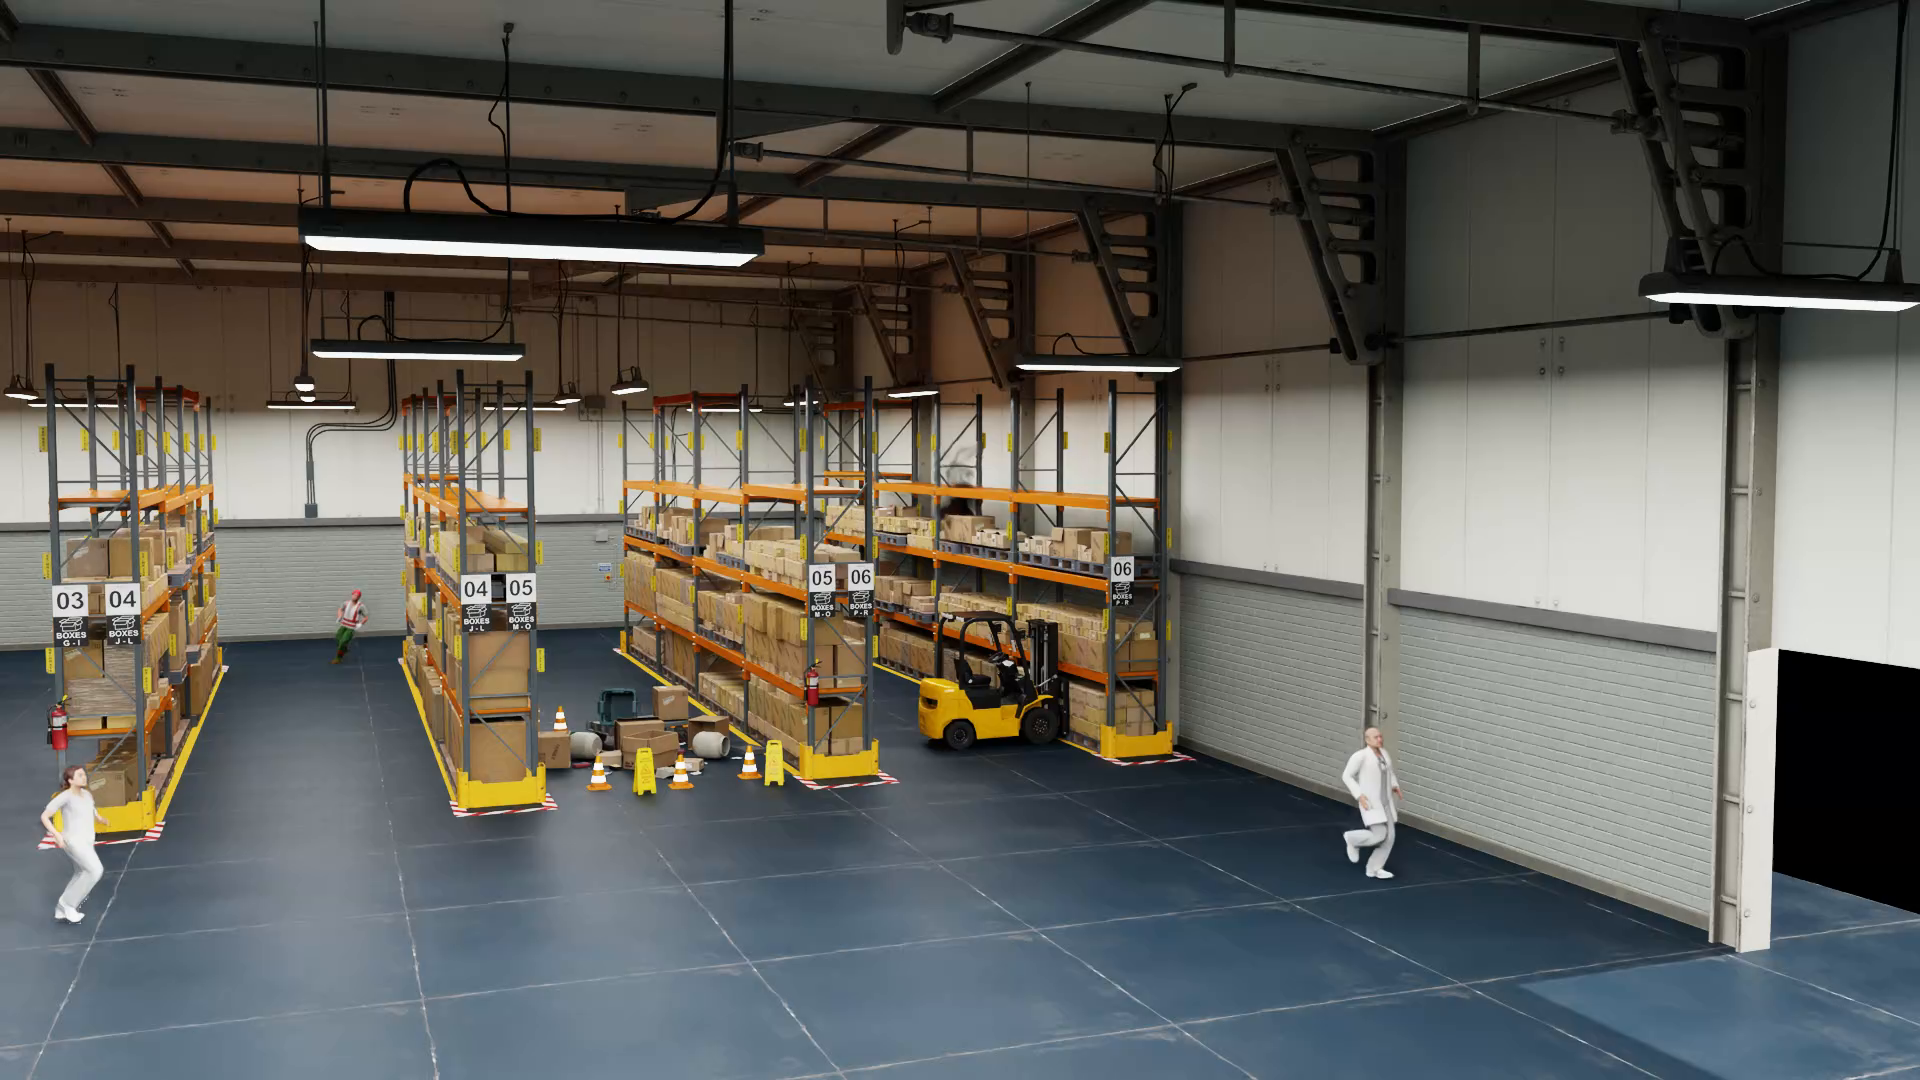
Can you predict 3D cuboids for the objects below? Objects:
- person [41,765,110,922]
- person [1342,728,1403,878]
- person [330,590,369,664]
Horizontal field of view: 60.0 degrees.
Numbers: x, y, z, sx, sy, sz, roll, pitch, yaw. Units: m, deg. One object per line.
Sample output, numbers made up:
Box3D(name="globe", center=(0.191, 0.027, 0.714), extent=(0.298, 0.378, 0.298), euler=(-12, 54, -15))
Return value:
Box3D(name="person", center=(-9.149, 3.154, 17.294), extent=(0.631, 1.635, 0.547), euler=(0, 3, 4))
Box3D(name="person", center=(4.772, 3.027, 19.194), extent=(0.724, 1.730, 0.630), euler=(-2, 4, -30))
Box3D(name="person", center=(-13.814, 1.962, 37.753), extent=(0.815, 1.662, 0.673), euler=(0, 3, 4))
